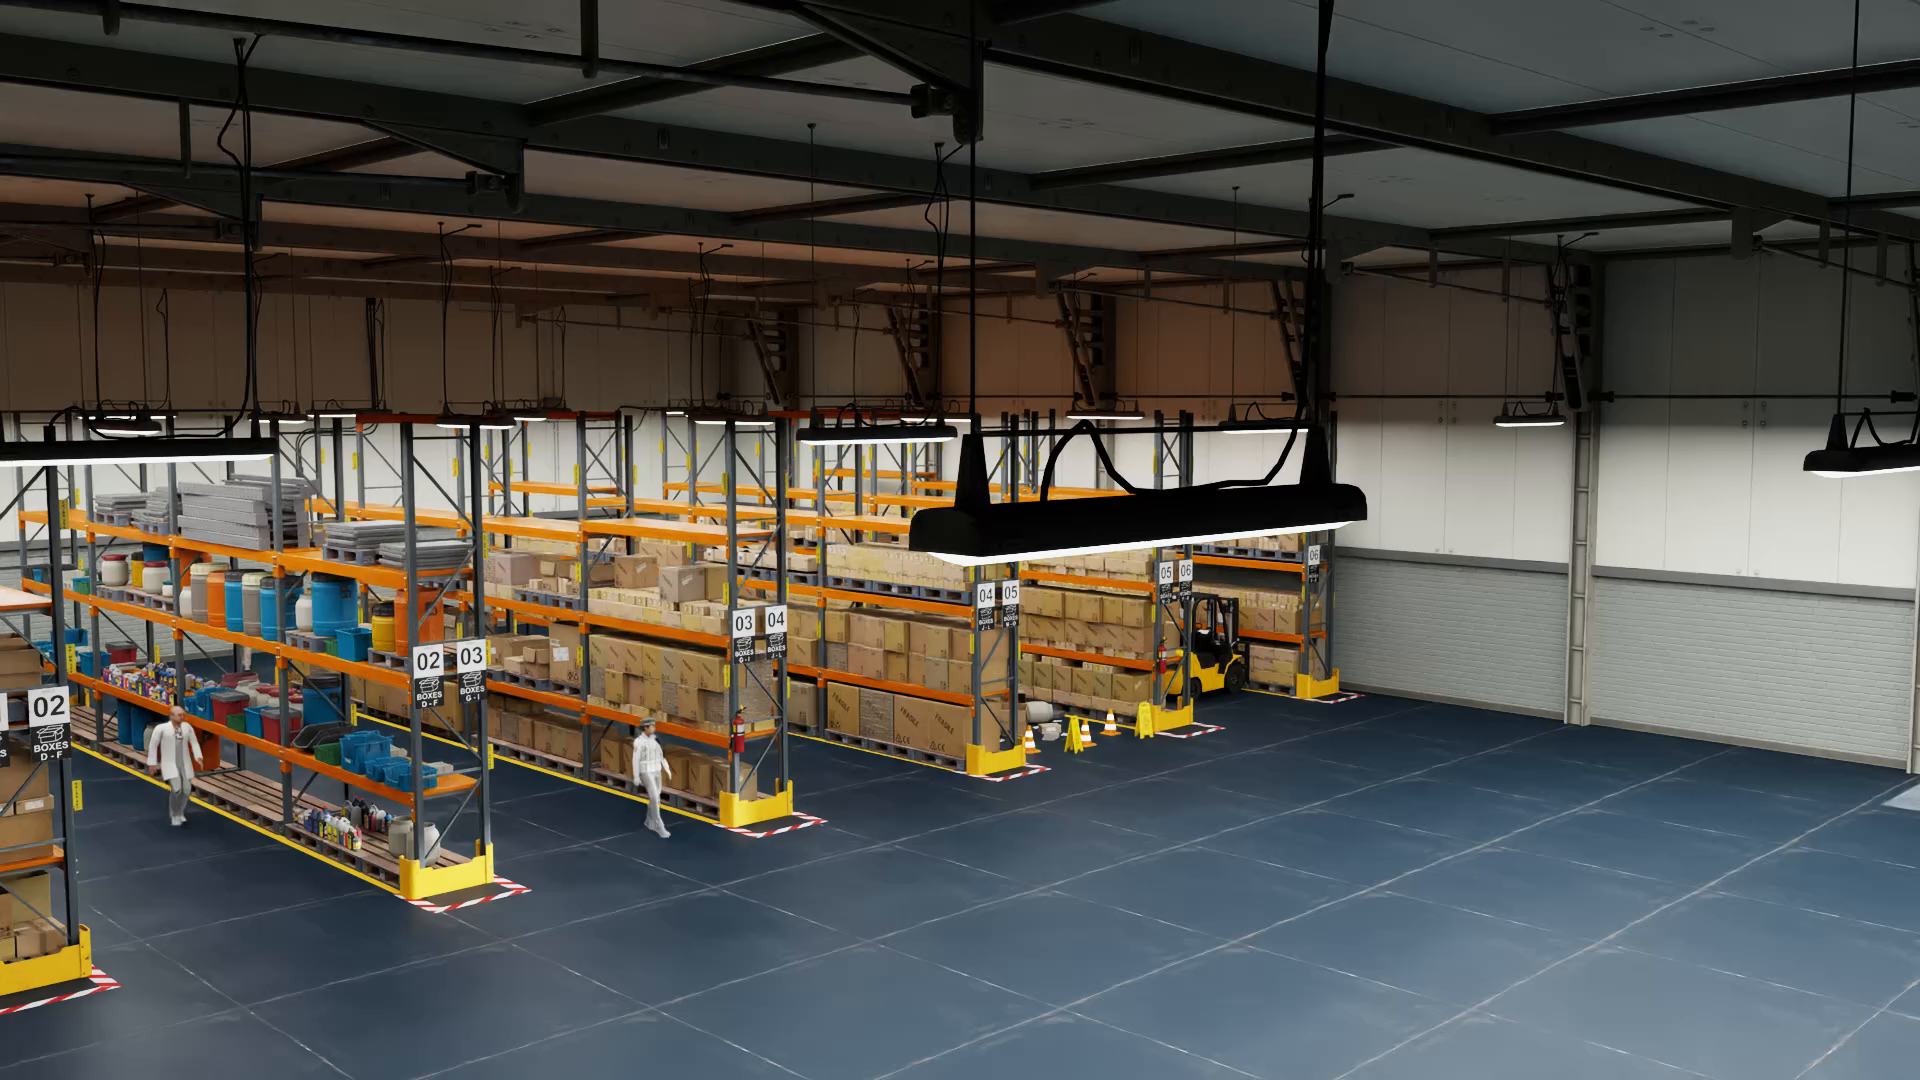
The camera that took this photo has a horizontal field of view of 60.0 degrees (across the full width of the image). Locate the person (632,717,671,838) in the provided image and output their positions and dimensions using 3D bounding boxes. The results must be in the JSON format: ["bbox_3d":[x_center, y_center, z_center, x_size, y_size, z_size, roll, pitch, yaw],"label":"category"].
[{"bbox_3d":[-4.388,3.415,24.120,0.689,1.674,0.507,3,6,33],"label":"person"}]

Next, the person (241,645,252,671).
[{"bbox_3d":[-16.572,2.144,38.425,0.513,1.670,1.086,-1,5,-16],"label":"person"}]

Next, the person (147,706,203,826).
[{"bbox_3d":[-11.588,3.356,24.594,0.527,1.798,0.704,4,6,40],"label":"person"}]
